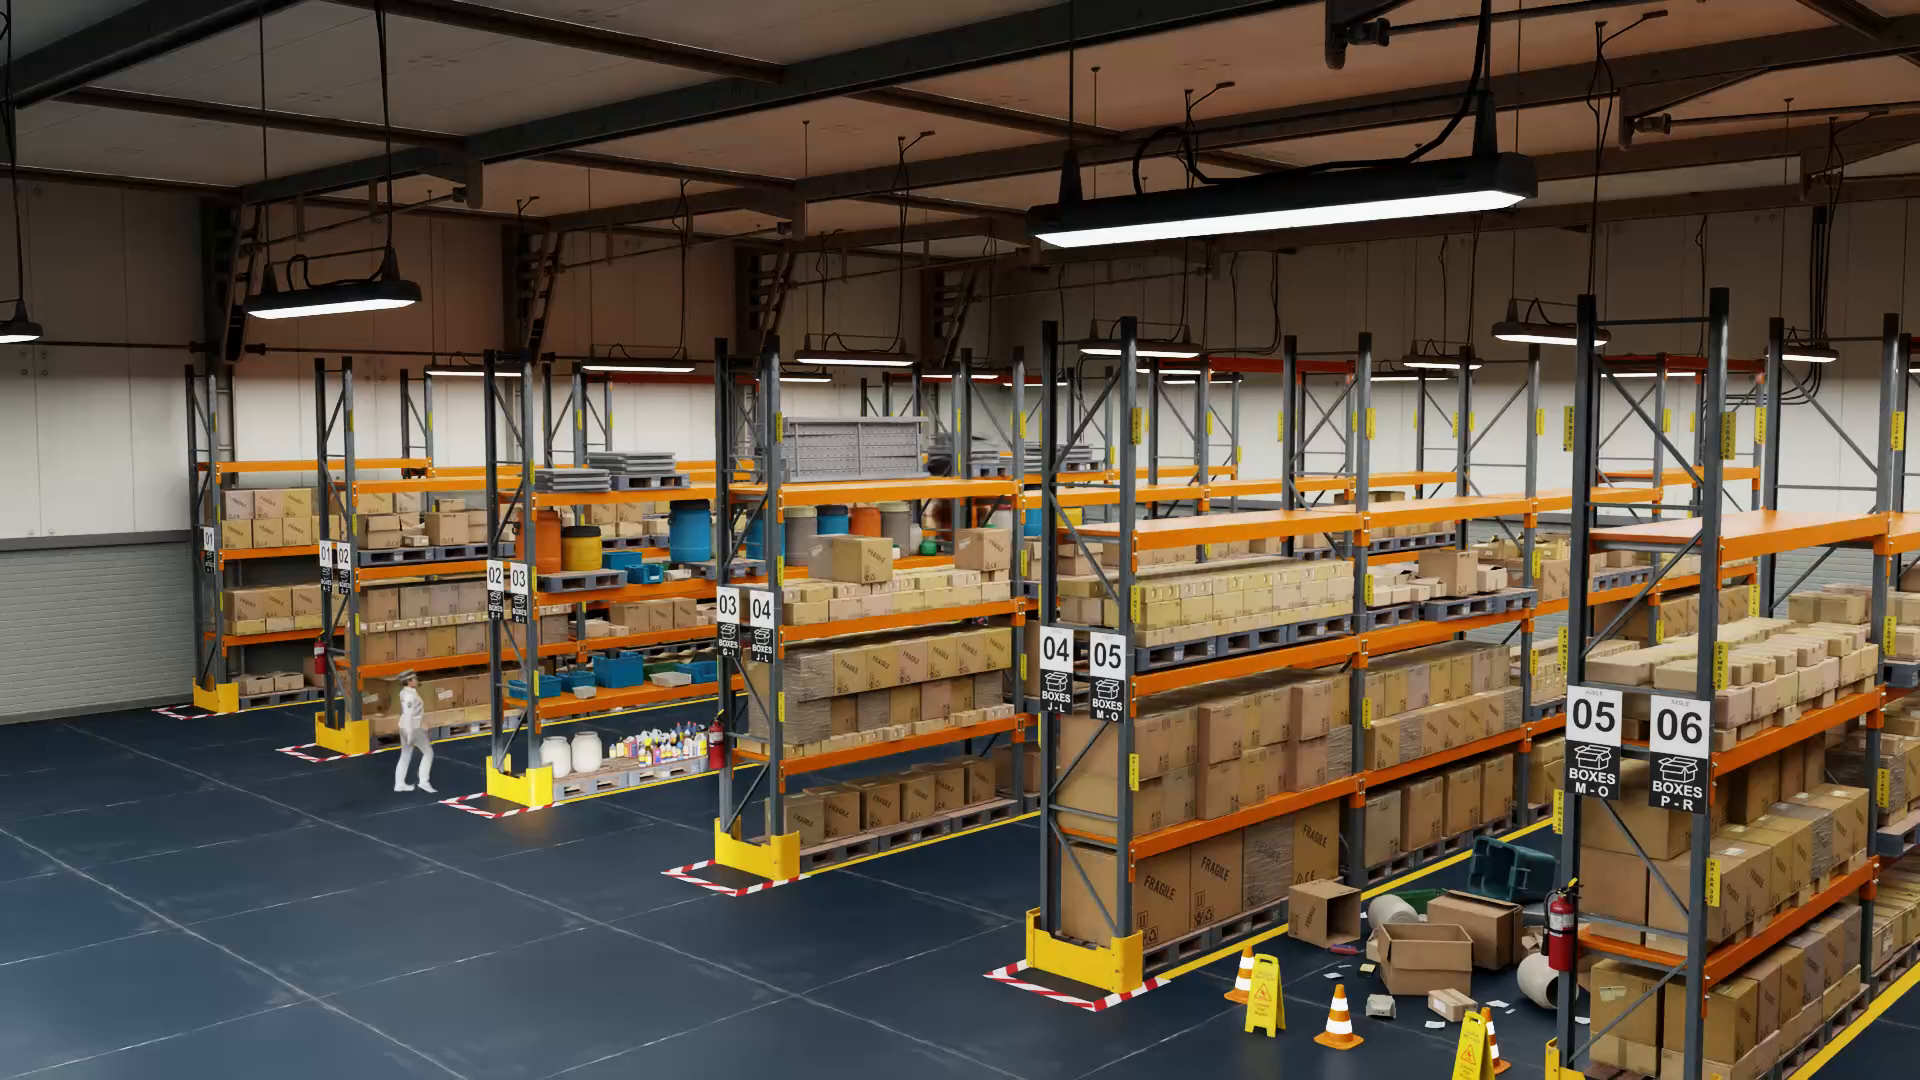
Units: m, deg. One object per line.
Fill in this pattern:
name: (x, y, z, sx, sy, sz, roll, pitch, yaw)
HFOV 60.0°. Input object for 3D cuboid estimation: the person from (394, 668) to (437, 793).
person: (-7.429, 2.605, 22.607, 0.538, 1.739, 0.493, -3, 5, -32)
